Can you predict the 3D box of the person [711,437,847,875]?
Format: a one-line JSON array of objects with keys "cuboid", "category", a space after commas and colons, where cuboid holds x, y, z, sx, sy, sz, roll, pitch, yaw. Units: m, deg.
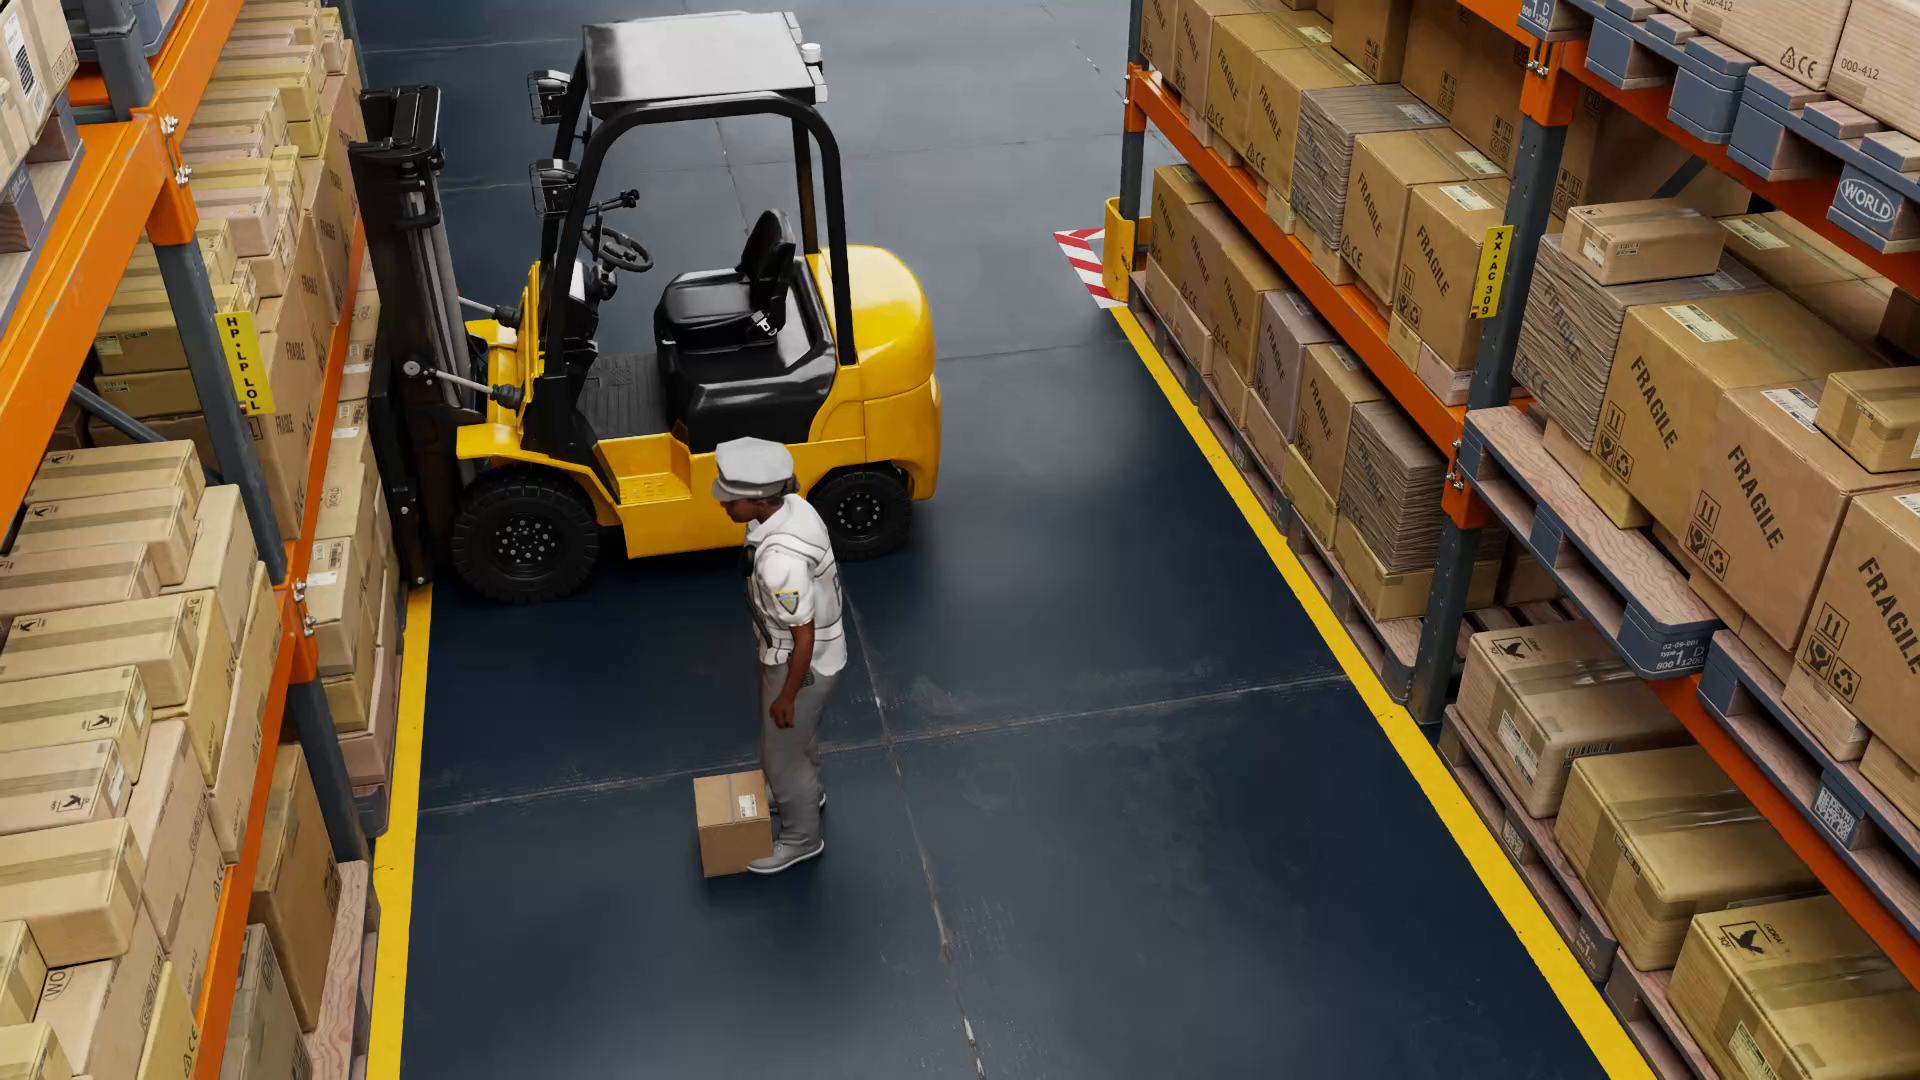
[{"cuboid": [-0.592, 0.392, 5.574, 0.415, 1.660, 0.506, -7, 35, -10], "category": "person"}]
